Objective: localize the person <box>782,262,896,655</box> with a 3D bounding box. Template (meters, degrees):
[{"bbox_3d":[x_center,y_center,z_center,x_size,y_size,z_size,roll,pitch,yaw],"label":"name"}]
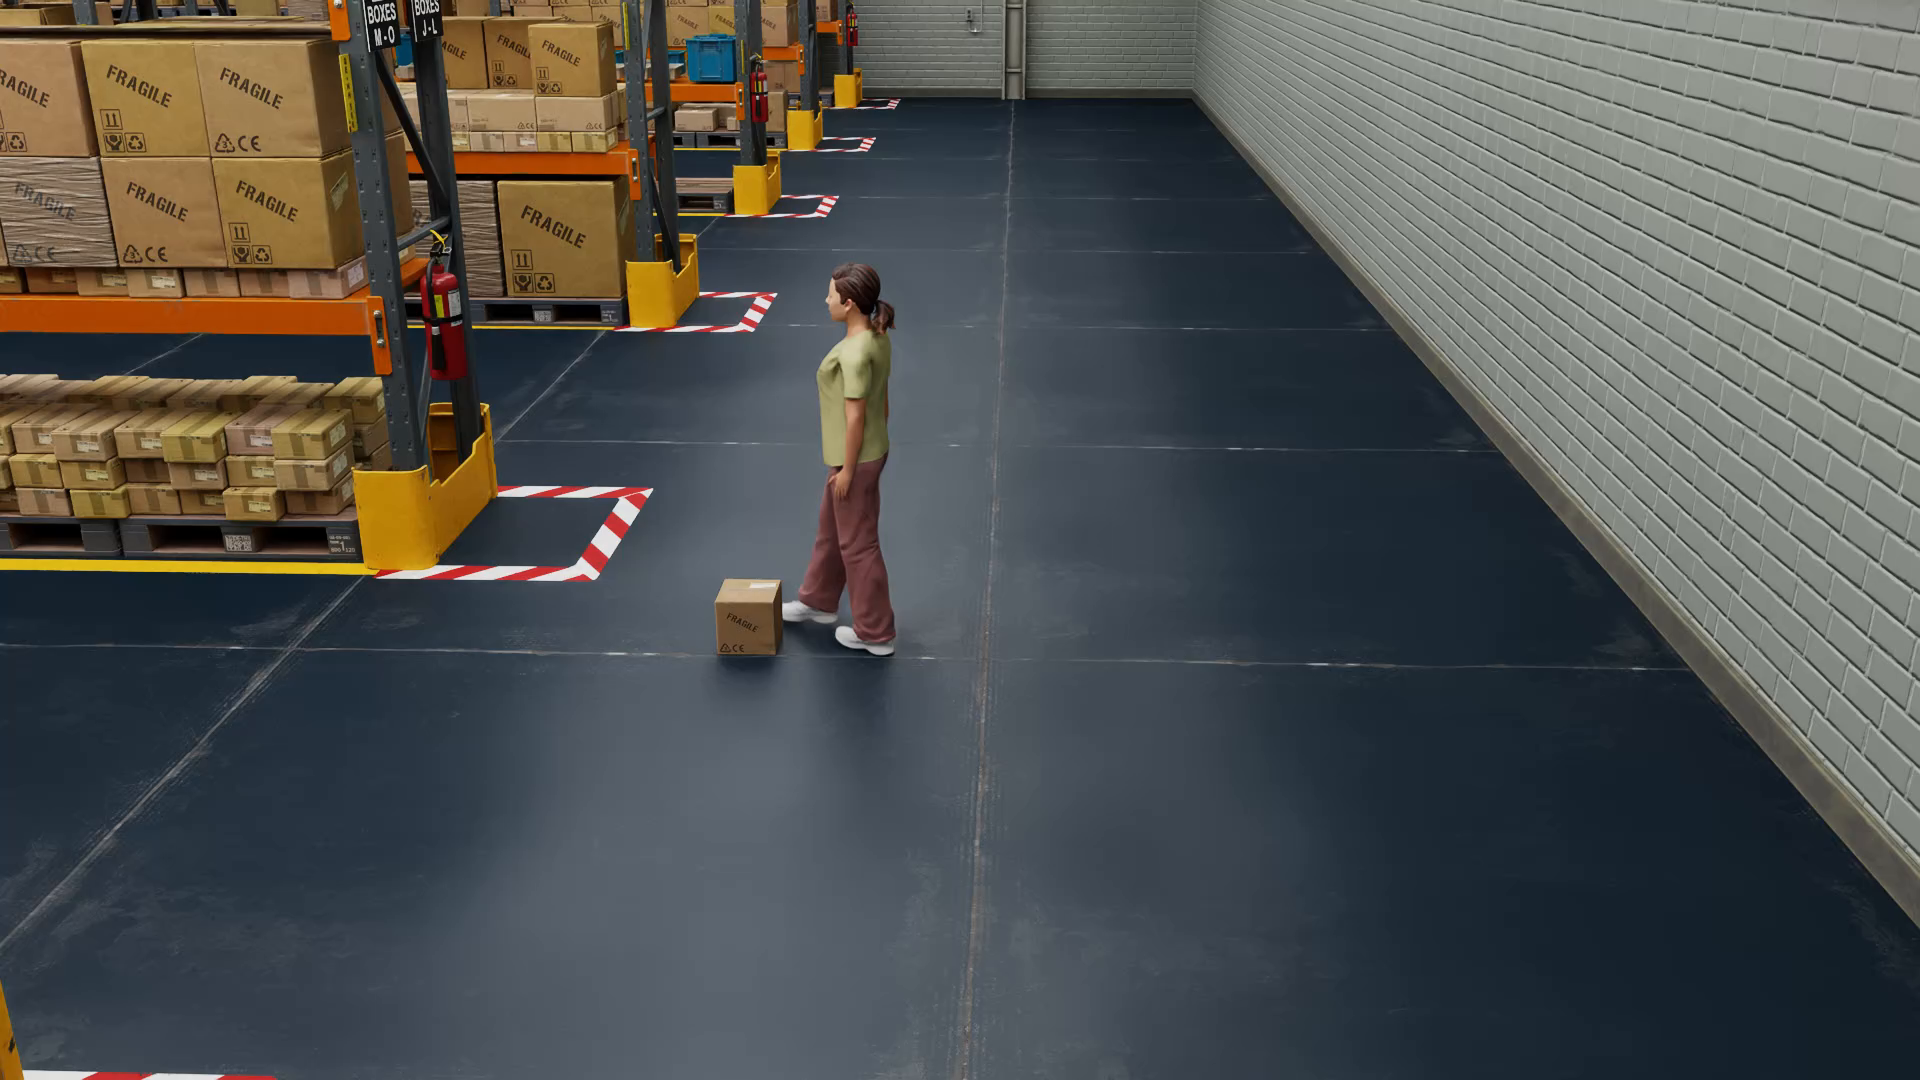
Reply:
[{"bbox_3d":[-0.563,-0.353,6.961,0.636,1.640,0.448,4,21,10],"label":"person"}]
